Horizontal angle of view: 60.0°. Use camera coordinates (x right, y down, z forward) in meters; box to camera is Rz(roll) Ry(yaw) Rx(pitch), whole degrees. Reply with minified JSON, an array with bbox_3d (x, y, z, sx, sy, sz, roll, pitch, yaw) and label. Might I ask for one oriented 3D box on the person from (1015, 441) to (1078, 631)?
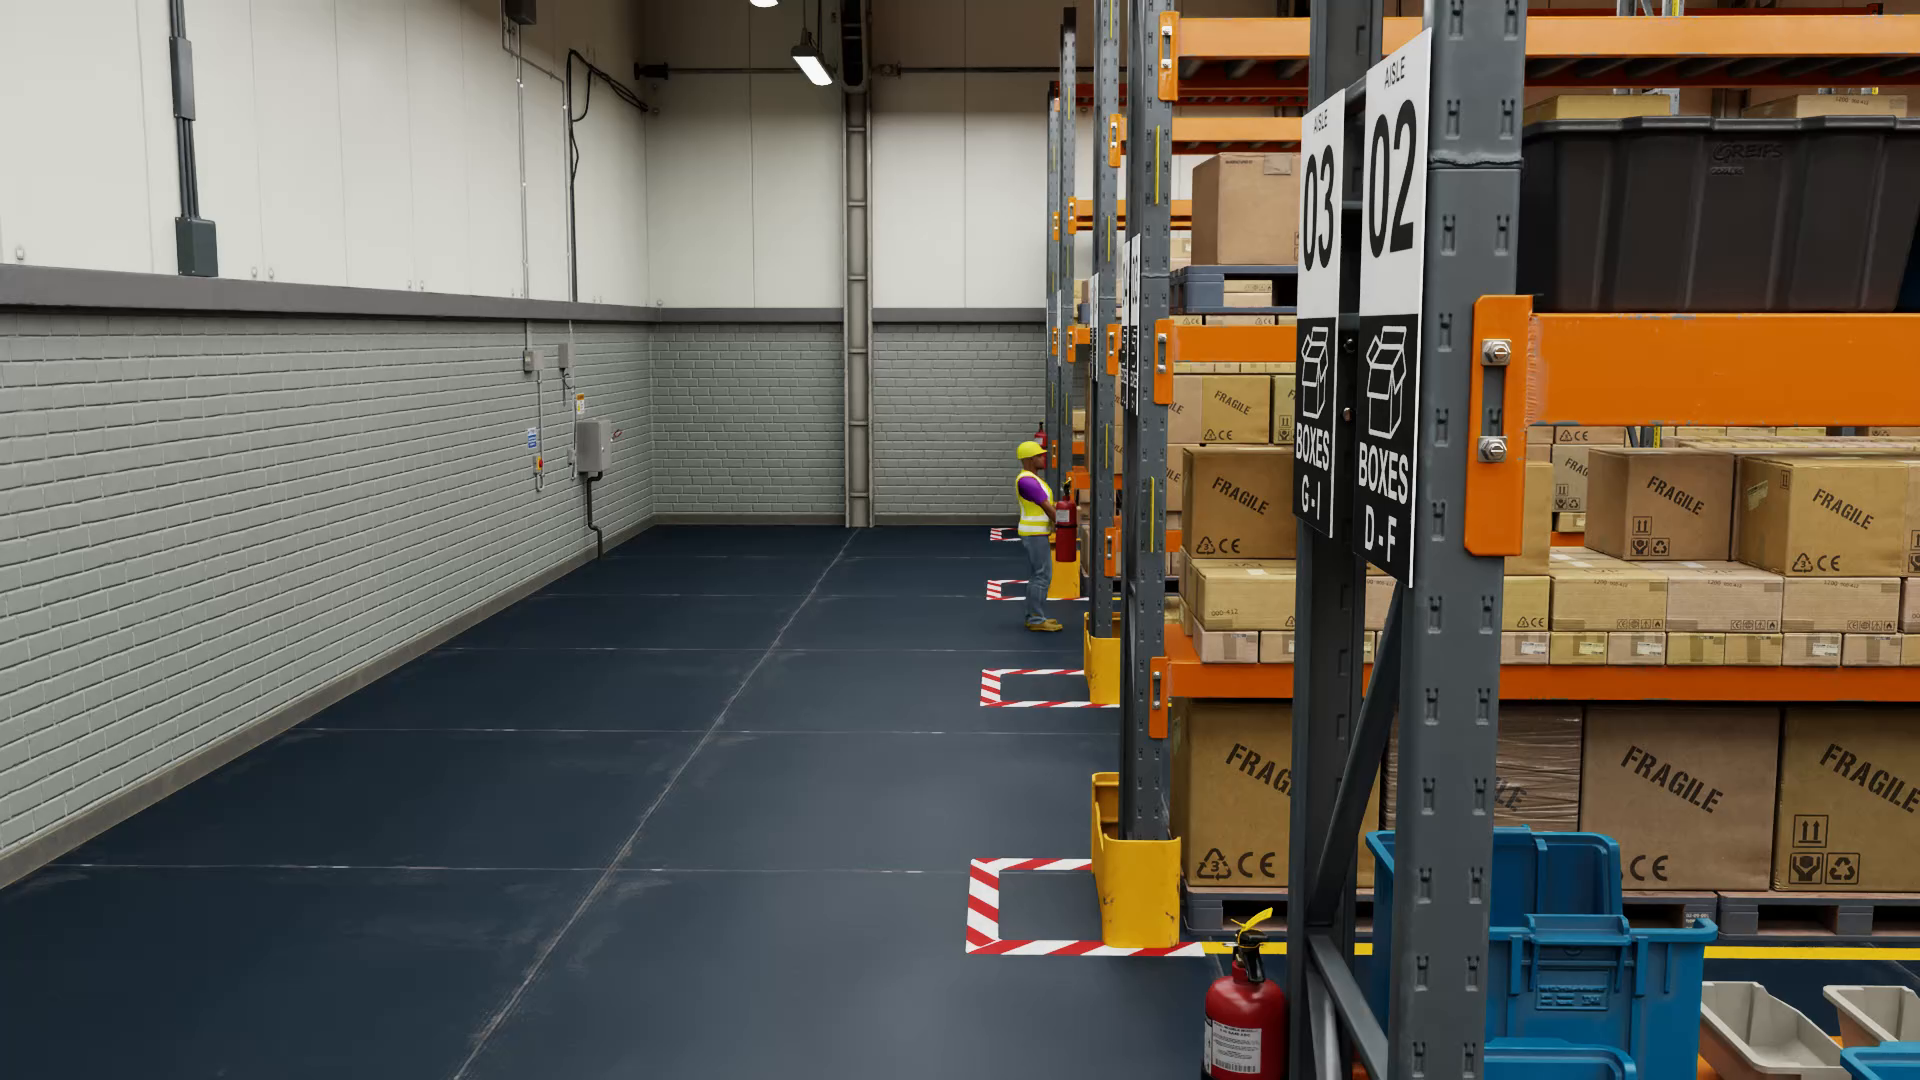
[{"bbox_3d":[0.803,-0.041,15.530,0.577,1.758,0.503,0,7,2],"label":"person"}]
